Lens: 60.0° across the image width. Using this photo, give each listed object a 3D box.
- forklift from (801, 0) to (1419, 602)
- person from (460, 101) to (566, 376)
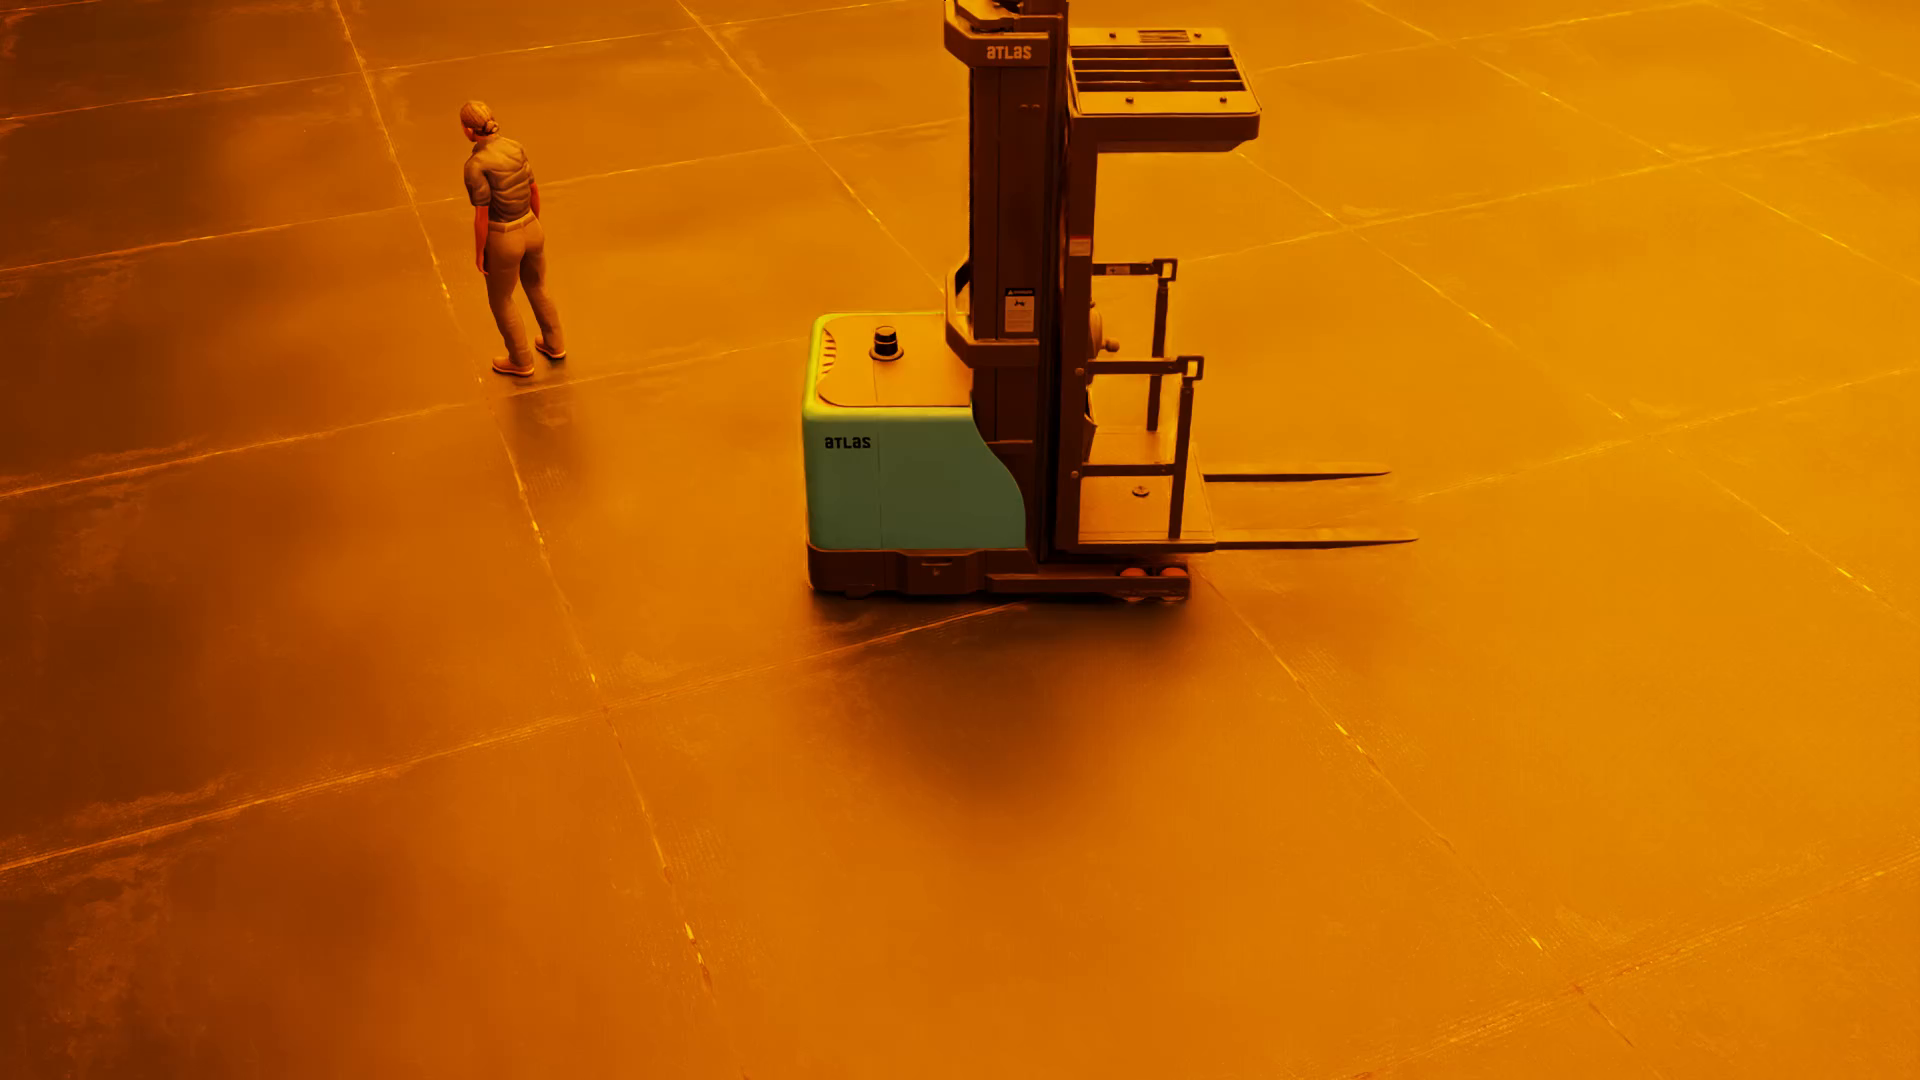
[{"bbox_3d":[0.760,-1.200,7.787,3.031,2.935,1.130,0,35,-1],"label":"forklift"},{"bbox_3d":[-2.616,-1.751,9.665,0.351,1.653,0.525,21,41,27],"label":"person"}]
